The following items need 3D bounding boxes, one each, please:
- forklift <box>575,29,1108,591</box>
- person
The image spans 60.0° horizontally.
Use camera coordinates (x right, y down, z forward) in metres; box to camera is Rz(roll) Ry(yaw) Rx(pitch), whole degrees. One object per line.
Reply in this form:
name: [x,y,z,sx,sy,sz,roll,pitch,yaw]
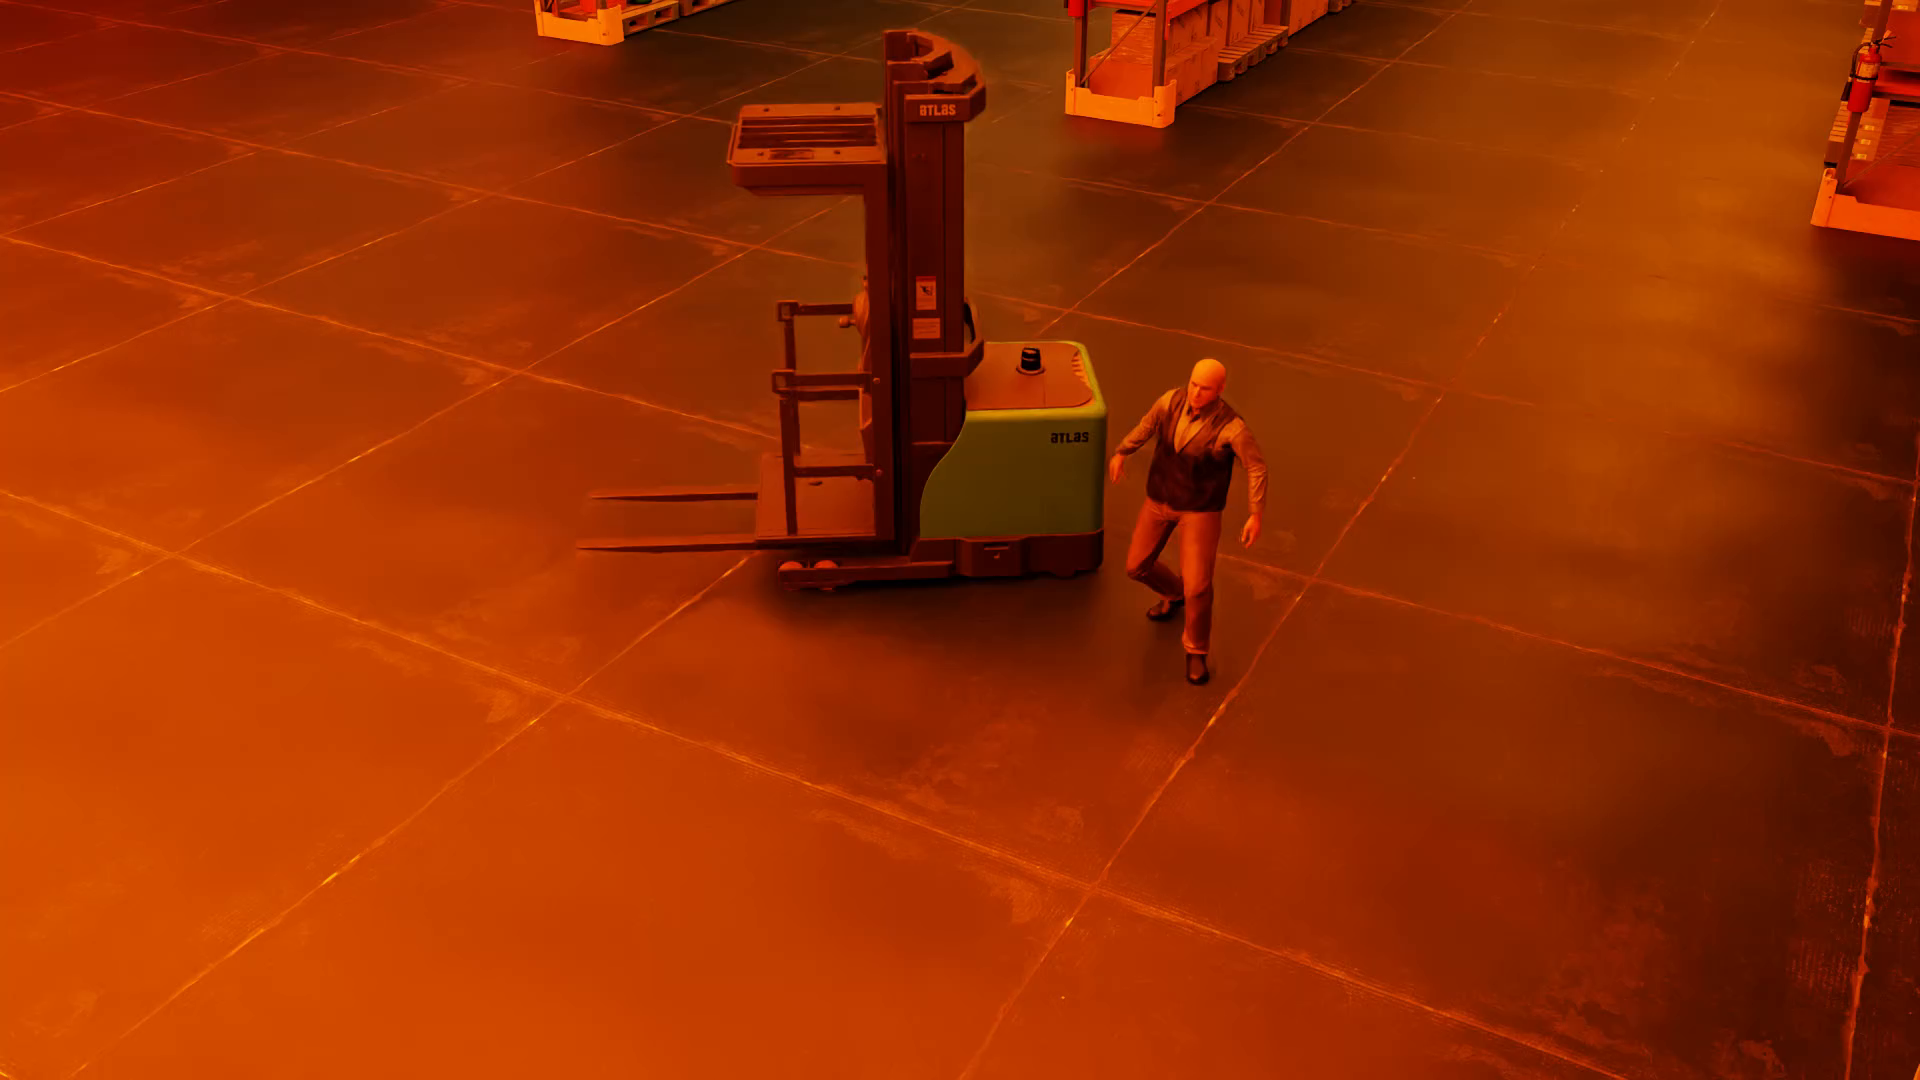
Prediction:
forklift: [-0.709,-1.250,9.236,3.031,2.935,1.130,-2,30,-3]
person: [1.122,-0.187,8.692,0.925,1.642,0.605,25,38,36]
